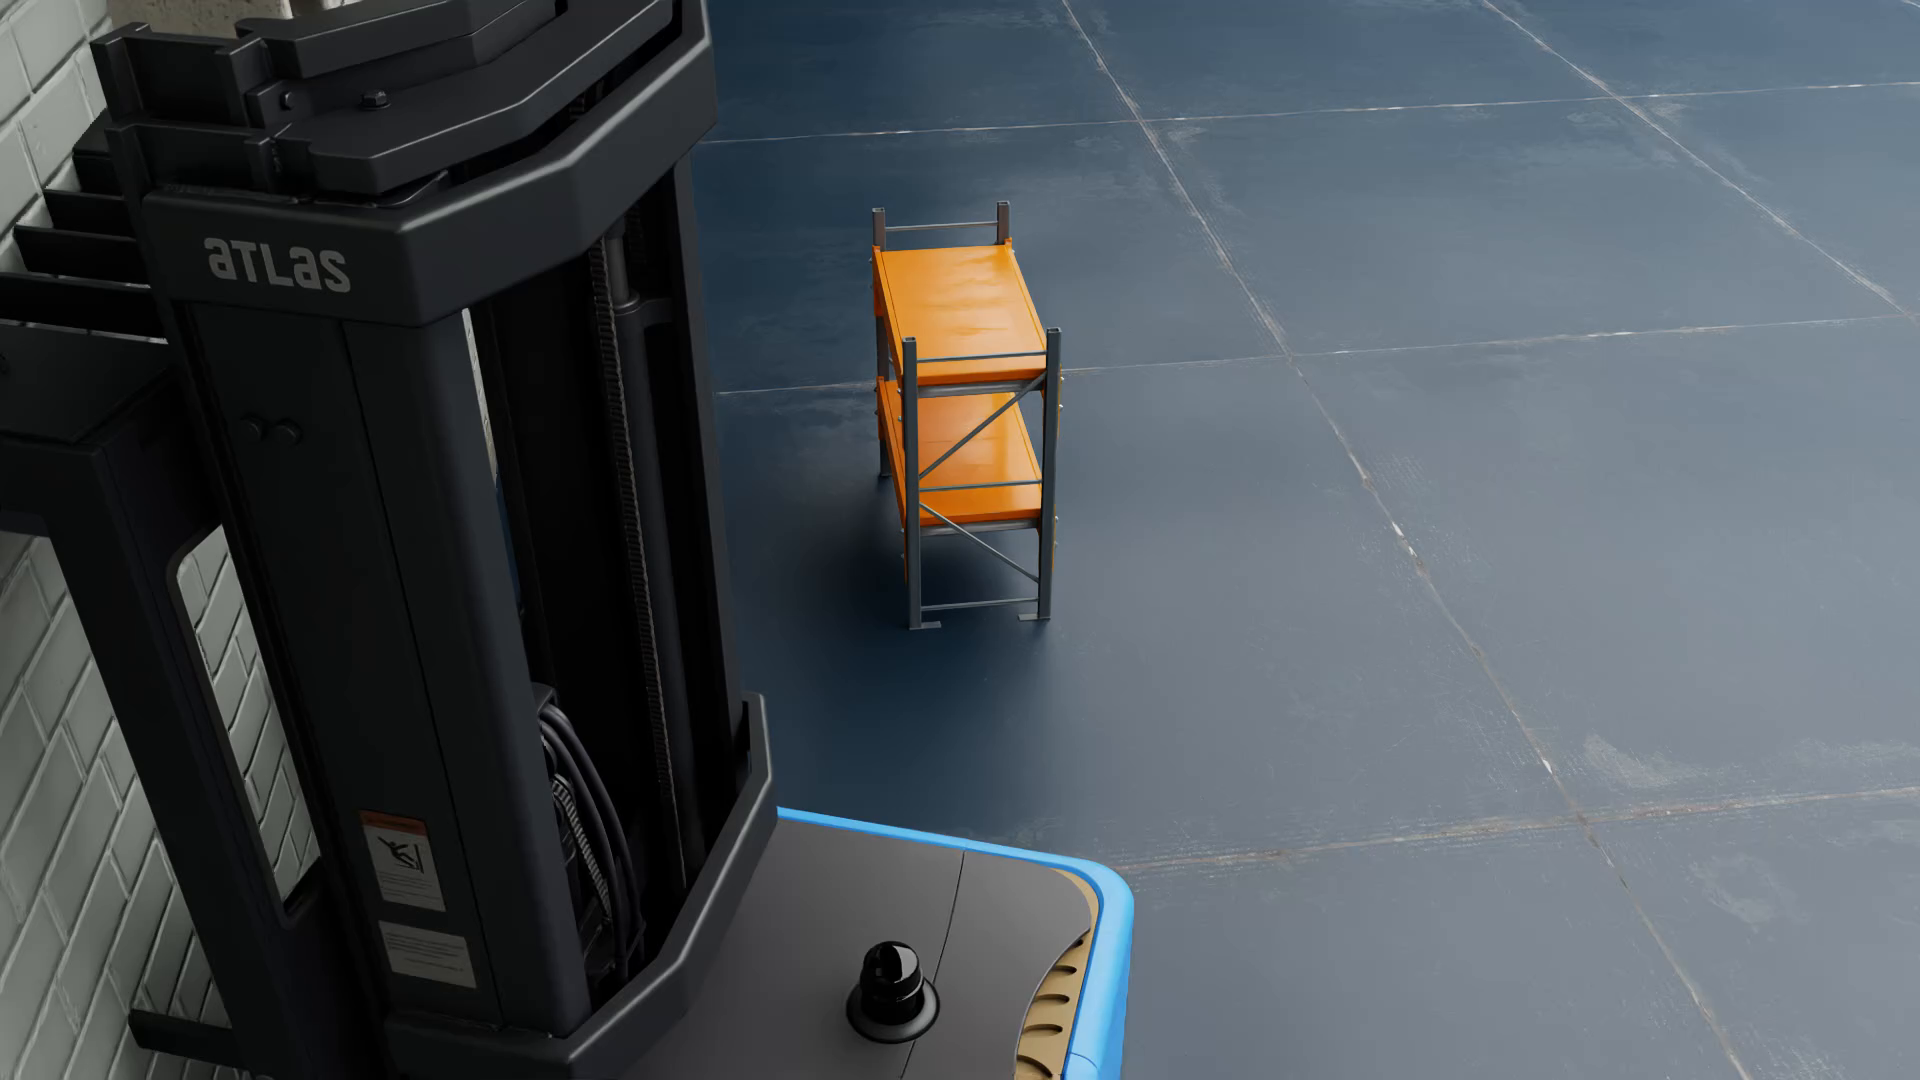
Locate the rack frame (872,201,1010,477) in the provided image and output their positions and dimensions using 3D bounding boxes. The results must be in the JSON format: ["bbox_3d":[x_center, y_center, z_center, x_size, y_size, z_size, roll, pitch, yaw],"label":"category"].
[{"bbox_3d":[-0.067,-0.745,6.344,0.500,1.125,0.032,-4,35,-6],"label":"rack frame"}]

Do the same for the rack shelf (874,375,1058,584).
[{"bbox_3d":[0.001,-0.259,6.065,0.538,0.278,1.000,-4,35,-6],"label":"rack shelf"}]

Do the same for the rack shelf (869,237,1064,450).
[{"bbox_3d":[0.001,-0.703,5.763,0.538,0.278,1.000,-4,35,-6],"label":"rack shelf"}]

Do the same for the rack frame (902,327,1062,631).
[{"bbox_3d":[0.069,-0.177,5.511,0.500,1.125,0.032,-4,35,-6],"label":"rack frame"}]

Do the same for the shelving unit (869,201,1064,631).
[{"bbox_3d":[0.001,-0.461,5.928,0.538,1.125,1.048,-4,35,-6],"label":"shelving unit"}]

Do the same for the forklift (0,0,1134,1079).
[{"bbox_3d":[-1.208,0.407,3.051,3.031,2.935,1.130,8,35,11],"label":"forklift"}]

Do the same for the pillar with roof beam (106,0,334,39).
[{"bbox_3d":[2.857,-2.946,2.583,9.100,9.000,0.400,-4,35,-6],"label":"pillar with roof beam"}]
